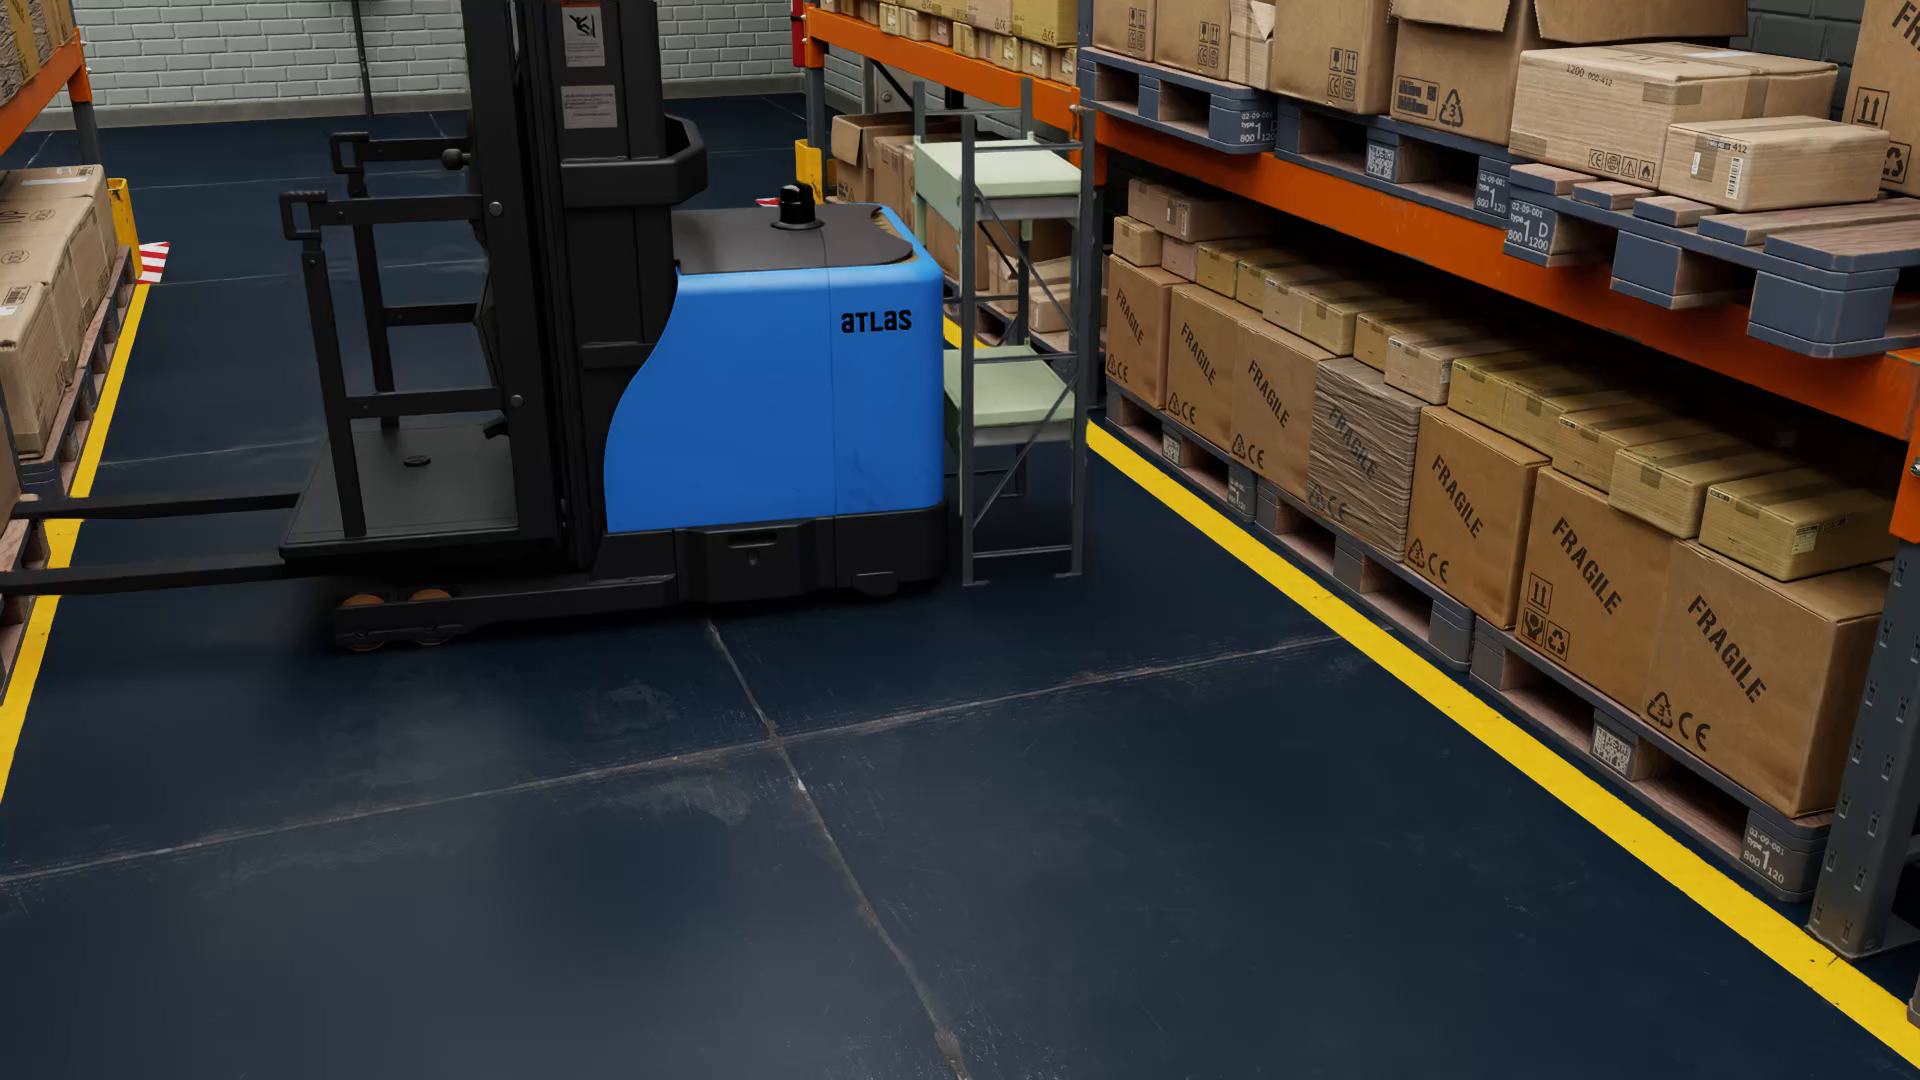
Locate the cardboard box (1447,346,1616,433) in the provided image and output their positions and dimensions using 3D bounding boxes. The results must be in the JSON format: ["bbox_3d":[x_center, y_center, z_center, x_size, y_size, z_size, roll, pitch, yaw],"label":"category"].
[{"bbox_3d":[1.633,-0.434,4.760,0.380,0.149,0.250,-9,24,-20],"label":"cardboard box"}]

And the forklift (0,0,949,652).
[{"bbox_3d":[-1.607,-1.242,4.923,3.031,2.935,1.130,-5,23,-11],"label":"forklift"}]

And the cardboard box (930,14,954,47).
[{"bbox_3d":[0.071,-2.541,8.241,0.380,0.149,0.250,-8,24,-19],"label":"cardboard box"}]

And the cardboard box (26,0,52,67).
[{"bbox_3d":[-4.335,-2.321,7.266,0.500,0.500,0.500,-8,24,-17],"label":"cardboard box"}]

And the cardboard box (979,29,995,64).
[{"bbox_3d":[0.305,-2.260,7.574,0.380,0.149,0.250,-8,24,-18],"label":"cardboard box"}]

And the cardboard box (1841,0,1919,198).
[{"bbox_3d":[2.326,-1.008,3.609,0.500,0.500,0.500,-7,24,-17],"label":"cardboard box"}]

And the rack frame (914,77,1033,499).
[{"bbox_3d":[0.044,-0.837,5.804,0.400,1.500,0.023,-5,23,-11],"label":"rack frame"}]

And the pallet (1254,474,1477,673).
[{"bbox_3d":[1.706,0.007,5.463,1.003,0.211,1.213,-8,24,-19],"label":"pallet"}]

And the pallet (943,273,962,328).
[{"bbox_3d":[0.272,-1.421,8.851,1.003,0.211,1.213,-8,24,-19],"label":"pallet"}]

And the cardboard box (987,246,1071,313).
[{"bbox_3d":[0.351,-1.238,7.805,0.396,0.266,0.258,-7,24,-17],"label":"cardboard box"}]

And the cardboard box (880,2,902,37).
[{"bbox_3d":[-0.197,-2.718,8.661,0.380,0.149,0.250,-9,24,-20],"label":"cardboard box"}]

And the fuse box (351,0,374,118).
[{"bbox_3d":[-5.104,-4.471,14.155,0.539,1.711,0.414,-8,24,-19],"label":"fuse box"}]

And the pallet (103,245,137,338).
[{"bbox_3d":[-4.751,-1.219,8.371,1.003,0.211,1.213,-8,24,-19],"label":"pallet"}]

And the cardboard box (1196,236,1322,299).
[{"bbox_3d":[1.098,-1.005,6.115,0.380,0.149,0.250,-10,25,-22],"label":"cardboard box"}]

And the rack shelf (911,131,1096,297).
[{"bbox_3d":[0.123,-1.057,5.323,0.431,0.370,0.720,-5,23,-11],"label":"rack shelf"}]

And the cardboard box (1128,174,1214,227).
[{"bbox_3d":[0.883,-1.332,6.508,0.380,0.149,0.250,-9,24,-20],"label":"cardboard box"}]

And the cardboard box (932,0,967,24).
[{"bbox_3d":[0.186,-2.595,7.856,0.500,0.250,0.500,-9,24,-19],"label":"cardboard box"}]

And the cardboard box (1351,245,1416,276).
[{"bbox_3d":[1.655,-0.988,6.074,0.380,0.149,0.250,-10,25,-22],"label":"cardboard box"}]

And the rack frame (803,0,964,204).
[{"bbox_3d":[-0.465,-3.466,10.112,1.000,3.000,0.127,-8,24,-19],"label":"rack frame"}]

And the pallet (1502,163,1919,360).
[{"bbox_3d":[2.056,-0.708,3.814,1.213,0.211,1.003,-8,24,-19],"label":"pallet"}]

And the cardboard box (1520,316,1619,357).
[{"bbox_3d":[1.962,-0.595,5.142,0.380,0.149,0.250,-8,24,-19],"label":"cardboard box"}]

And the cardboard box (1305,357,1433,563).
[{"bbox_3d":[1.456,-0.284,5.241,0.500,0.500,0.500,-9,25,-21],"label":"cardboard box"}]

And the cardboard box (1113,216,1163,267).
[{"bbox_3d":[0.826,-1.187,6.546,0.380,0.149,0.250,-7,24,-16],"label":"cardboard box"}]

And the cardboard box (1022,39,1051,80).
[{"bbox_3d":[0.487,-2.070,7.122,0.380,0.149,0.250,-8,24,-18],"label":"cardboard box"}]

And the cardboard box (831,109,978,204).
[{"bbox_3d":[-0.337,-2.274,9.957,0.797,0.503,0.637,-9,25,-21],"label":"cardboard box"}]

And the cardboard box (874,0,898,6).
[{"bbox_3d":[-0.196,-2.965,8.734,0.500,0.250,0.500,-9,24,-20],"label":"cardboard box"}]

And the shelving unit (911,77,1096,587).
[{"bbox_3d":[0.123,-0.698,5.474,0.431,1.500,0.755,-5,23,-11],"label":"shelving unit"}]

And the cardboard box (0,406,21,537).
[{"bbox_3d":[-3.400,-0.331,4.867,0.875,0.875,0.875,-8,24,-17],"label":"cardboard box"}]

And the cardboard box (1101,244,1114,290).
[{"bbox_3d":[0.936,-1.240,7.751,0.500,0.311,0.500,-7,24,-17],"label":"cardboard box"}]

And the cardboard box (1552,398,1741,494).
[{"bbox_3d":[1.773,-0.241,4.303,0.380,0.149,0.250,-9,25,-21],"label":"cardboard box"}]

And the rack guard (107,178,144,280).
[{"bbox_3d":[-5.116,-1.641,8.999,1.175,0.500,0.348,-8,24,-19],"label":"rack guard"}]

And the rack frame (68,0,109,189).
[{"bbox_3d":[-5.107,-2.784,8.493,1.000,3.000,0.127,-8,24,-19],"label":"rack frame"}]

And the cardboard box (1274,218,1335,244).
[{"bbox_3d":[1.446,-1.164,6.493,0.380,0.149,0.250,-8,24,-19],"label":"cardboard box"}]

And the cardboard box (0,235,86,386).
[{"bbox_3d":[-4.132,-0.911,6.808,0.875,0.438,0.875,-9,25,-21],"label":"cardboard box"}]

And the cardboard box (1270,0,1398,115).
[{"bbox_3d":[1.370,-1.573,4.950,0.700,0.500,0.500,-8,24,-19],"label":"cardboard box"}]

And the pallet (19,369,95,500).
[{"bbox_3d":[-3.889,-0.333,6.267,1.003,0.211,1.213,-8,24,-19],"label":"pallet"}]

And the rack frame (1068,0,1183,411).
[{"bbox_3d":[0.948,-2.013,6.664,1.000,3.000,0.127,-8,24,-19],"label":"rack frame"}]

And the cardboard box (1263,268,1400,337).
[{"bbox_3d":[1.261,-0.811,5.655,0.380,0.149,0.250,-8,24,-19],"label":"cardboard box"}]

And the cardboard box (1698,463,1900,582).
[{"bbox_3d":[1.950,-0.045,3.837,0.380,0.149,0.250,-10,25,-22],"label":"cardboard box"}]

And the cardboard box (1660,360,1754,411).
[{"bbox_3d":[2.228,-0.423,4.735,0.380,0.149,0.250,-10,25,-21],"label":"cardboard box"}]

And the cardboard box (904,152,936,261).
[{"bbox_3d":[0.021,-1.751,8.720,0.500,0.500,0.500,-8,24,-18],"label":"cardboard box"}]

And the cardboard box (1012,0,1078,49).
[{"bbox_3d":[0.540,-2.232,6.995,0.500,0.250,0.500,-8,24,-18],"label":"cardboard box"}]

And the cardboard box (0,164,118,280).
[{"bbox_3d":[-4.780,-1.571,8.373,0.875,0.438,0.875,-9,25,-21],"label":"cardboard box"}]

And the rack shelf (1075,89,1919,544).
[{"bbox_3d":[1.655,-0.955,5.079,1.077,0.370,4.000,-8,24,-19],"label":"rack shelf"}]

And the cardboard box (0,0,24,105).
[{"bbox_3d":[-3.958,-1.948,6.381,0.500,0.500,0.500,-8,24,-19],"label":"cardboard box"}]

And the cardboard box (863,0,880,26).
[{"bbox_3d":[-0.315,-2.916,9.131,0.380,0.149,0.250,-8,24,-17],"label":"cardboard box"}]

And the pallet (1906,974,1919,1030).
[{"bbox_3d":[2.616,1.030,3.034,1.003,0.211,1.213,-8,24,-19],"label":"pallet"}]

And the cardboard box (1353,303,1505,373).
[{"bbox_3d":[1.469,-0.627,5.217,0.380,0.149,0.250,-8,24,-19],"label":"cardboard box"}]

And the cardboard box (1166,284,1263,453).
[{"bbox_3d":[1.106,-0.656,6.121,0.500,0.500,0.500,-9,24,-20],"label":"cardboard box"}]

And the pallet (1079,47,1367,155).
[{"bbox_3d":[1.129,-1.619,5.976,1.003,0.211,1.213,-8,24,-19],"label":"pallet"}]

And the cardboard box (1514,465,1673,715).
[{"bbox_3d":[1.844,0.091,4.349,0.500,0.500,0.500,-9,24,-20],"label":"cardboard box"}]

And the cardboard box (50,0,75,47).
[{"bbox_3d":[-4.689,-2.691,8.144,0.500,0.500,0.500,-8,24,-19],"label":"cardboard box"}]

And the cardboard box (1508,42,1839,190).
[{"bbox_3d":[1.686,-1.023,3.967,0.500,0.250,0.500,-10,25,-21],"label":"cardboard box"}]

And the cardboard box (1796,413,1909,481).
[{"bbox_3d":[2.400,-0.232,4.282,0.380,0.149,0.250,-8,24,-17],"label":"cardboard box"}]

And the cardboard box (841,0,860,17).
[{"bbox_3d":[-0.472,-3.107,9.584,0.380,0.149,0.250,-8,24,-18],"label":"cardboard box"}]

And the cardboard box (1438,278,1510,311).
[{"bbox_3d":[1.845,-0.795,5.616,0.380,0.149,0.250,-8,24,-18],"label":"cardboard box"}]

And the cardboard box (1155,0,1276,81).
[{"bbox_3d":[1.093,-1.858,5.626,0.700,0.500,0.500,-8,24,-18],"label":"cardboard box"}]
